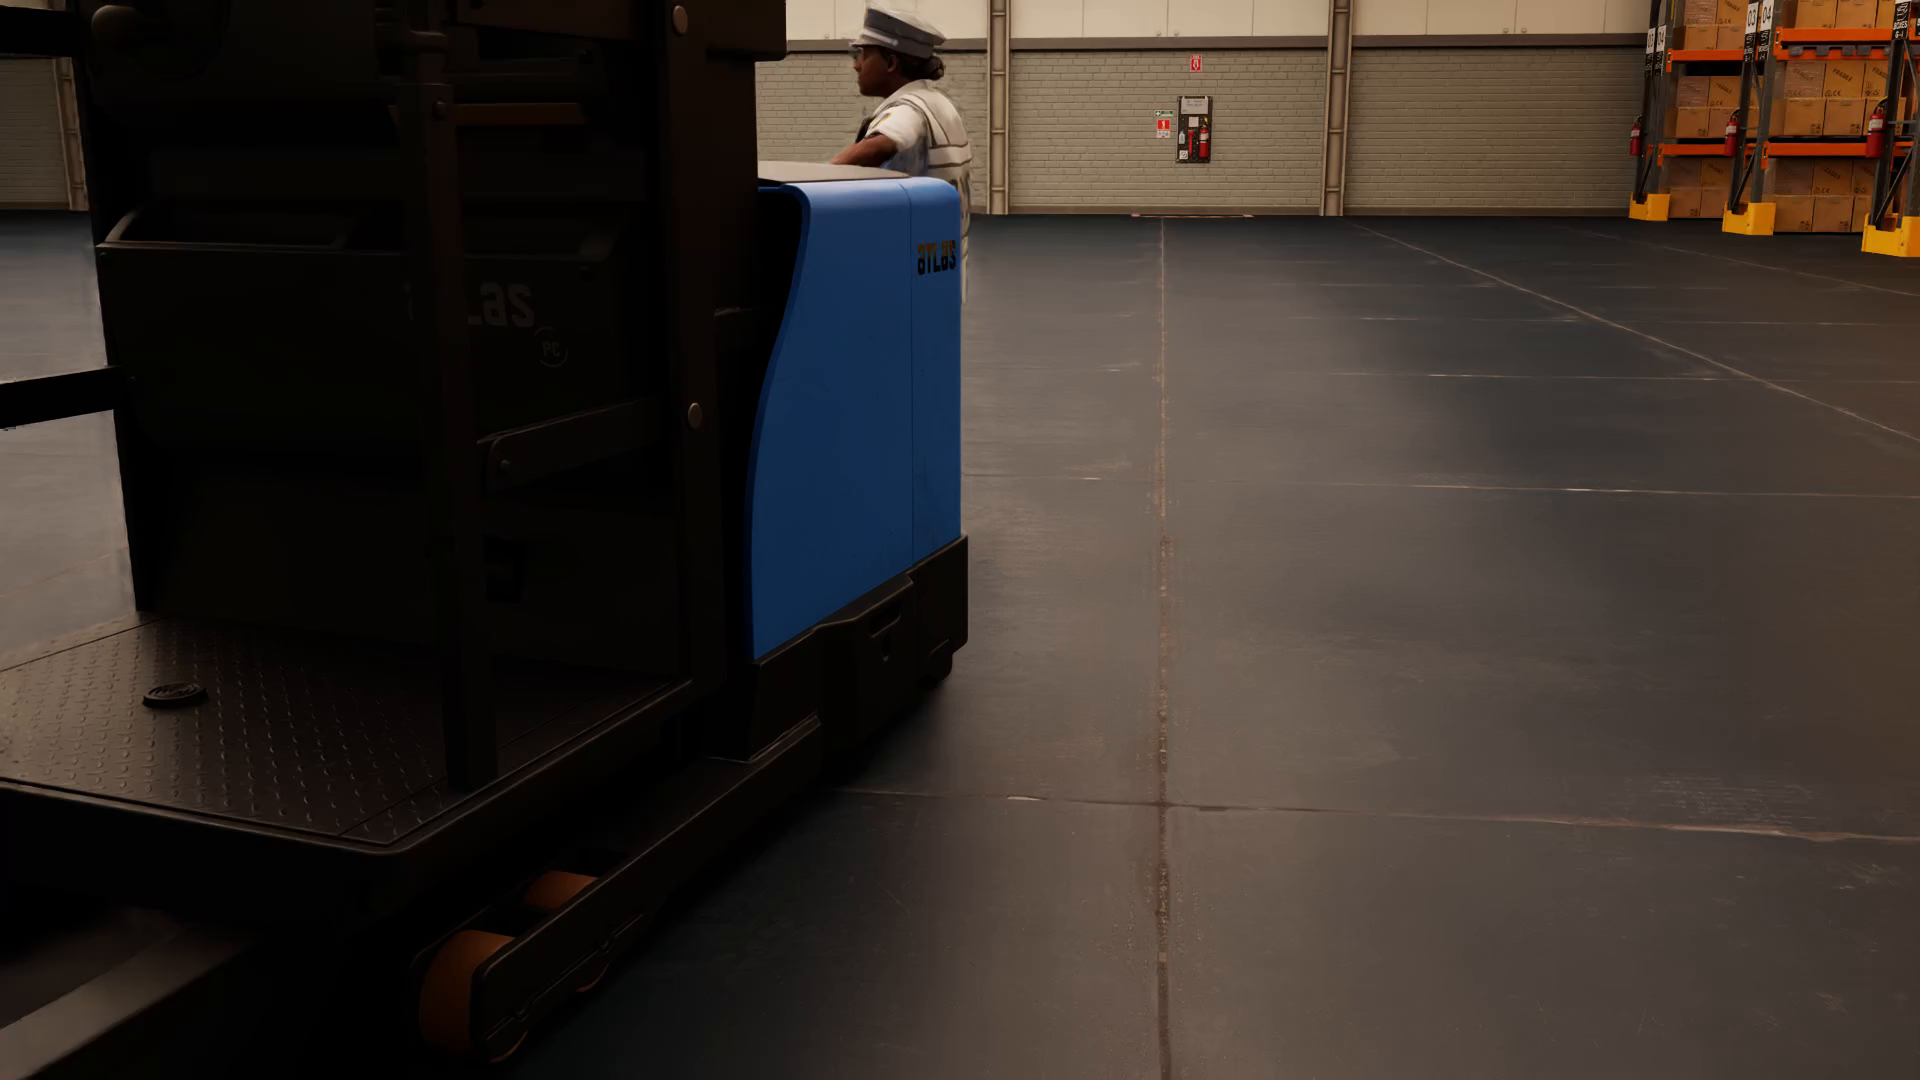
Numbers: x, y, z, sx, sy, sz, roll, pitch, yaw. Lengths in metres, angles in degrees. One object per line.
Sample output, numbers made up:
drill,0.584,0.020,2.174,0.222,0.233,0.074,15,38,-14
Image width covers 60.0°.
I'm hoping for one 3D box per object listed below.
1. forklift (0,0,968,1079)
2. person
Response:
forklift,-0.976,-0.869,2.228,1.130,2.935,3.031,5,14,20
person,-0.367,-0.778,4.800,0.783,1.490,1.073,2,13,8
